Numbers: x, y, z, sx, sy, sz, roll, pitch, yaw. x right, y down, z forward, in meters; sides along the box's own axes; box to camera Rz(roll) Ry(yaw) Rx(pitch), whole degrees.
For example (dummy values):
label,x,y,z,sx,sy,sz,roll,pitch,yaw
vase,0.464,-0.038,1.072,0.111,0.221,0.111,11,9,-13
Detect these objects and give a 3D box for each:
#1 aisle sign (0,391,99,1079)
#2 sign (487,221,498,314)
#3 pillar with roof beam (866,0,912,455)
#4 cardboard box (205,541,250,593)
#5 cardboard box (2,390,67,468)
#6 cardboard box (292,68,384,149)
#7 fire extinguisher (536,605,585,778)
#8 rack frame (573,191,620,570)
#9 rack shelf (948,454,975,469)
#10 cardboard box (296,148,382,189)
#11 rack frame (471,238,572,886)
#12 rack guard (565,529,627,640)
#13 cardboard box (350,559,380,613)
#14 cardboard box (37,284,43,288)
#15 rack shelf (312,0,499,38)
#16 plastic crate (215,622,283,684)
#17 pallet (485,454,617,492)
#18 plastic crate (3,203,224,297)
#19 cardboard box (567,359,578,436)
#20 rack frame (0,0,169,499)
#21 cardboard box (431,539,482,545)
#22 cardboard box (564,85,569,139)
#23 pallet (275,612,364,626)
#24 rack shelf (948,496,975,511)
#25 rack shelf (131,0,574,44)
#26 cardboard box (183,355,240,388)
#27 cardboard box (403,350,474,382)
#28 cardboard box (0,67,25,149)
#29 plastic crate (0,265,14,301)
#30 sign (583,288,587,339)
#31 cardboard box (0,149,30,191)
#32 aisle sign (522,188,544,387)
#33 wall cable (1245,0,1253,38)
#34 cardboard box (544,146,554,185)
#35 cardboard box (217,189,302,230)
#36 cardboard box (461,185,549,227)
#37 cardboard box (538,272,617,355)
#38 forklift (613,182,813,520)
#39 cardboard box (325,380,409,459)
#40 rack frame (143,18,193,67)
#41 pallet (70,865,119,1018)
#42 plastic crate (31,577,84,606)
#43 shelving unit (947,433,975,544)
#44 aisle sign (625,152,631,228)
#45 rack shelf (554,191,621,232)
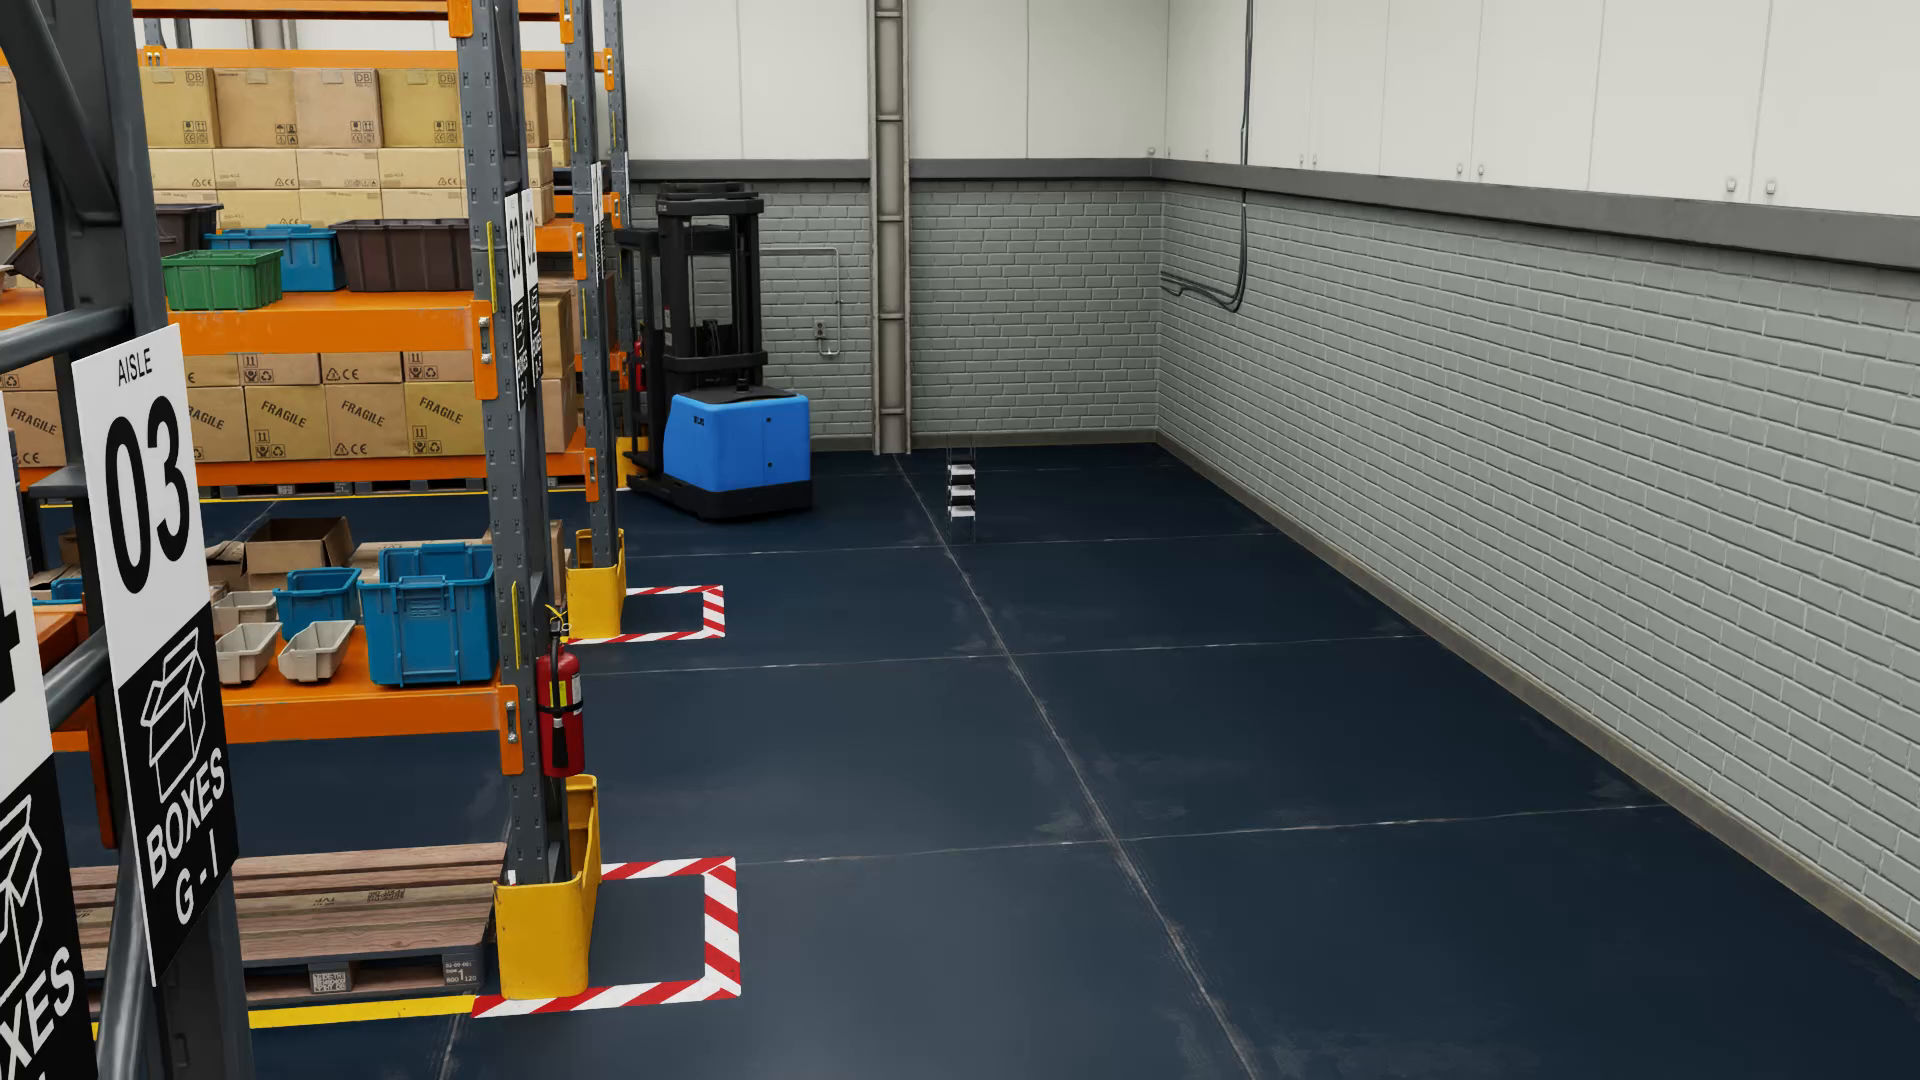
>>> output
label,x,y,z,sx,sy,sz,roll,pitch,yaw
aisle sign,-0.953,0.277,1.608,0.004,0.787,0.394,-2,14,-8
sign,-1.709,-0.996,6.075,0.005,0.325,0.100,-2,14,-8
pillar with roof beam,-0.100,-4.287,12.816,0.400,9.000,9.100,-2,14,-8
cardboard box,-5.234,0.205,11.862,0.500,0.311,0.500,-2,14,-8
cardboard box,-5.952,-0.772,10.926,0.500,0.500,0.500,-2,14,-7
cardboard box,-4.032,-2.839,10.949,0.500,0.500,0.700,-2,14,-8
fire extinguisher,-1.590,0.599,6.593,0.183,0.674,0.296,-2,14,-8
rack frame,-2.541,-0.915,11.704,0.127,3.000,1.000,-2,14,-8
rack shelf,0.008,-0.666,14.056,0.200,0.077,0.258,-2,14,-8
cardboard box,-4.000,-2.424,10.837,0.500,0.250,0.500,-2,14,-8
rack frame,-1.807,0.277,6.953,0.127,3.000,1.000,-2,14,-8
rack guard,-2.616,0.300,11.997,0.348,0.500,1.175,-2,14,-8
cardboard box,-3.986,0.311,11.562,0.500,0.250,0.500,-2,14,-8
cardboard box,-8.169,-2.433,15.357,0.500,0.250,0.500,-2,14,-7
rack shelf,-3.784,-2.018,6.070,4.000,0.370,1.077,-2,14,-8
plastic crate,-2.875,0.456,6.658,0.243,0.136,0.396,-2,14,-8
pallet,-4.062,-0.706,16.603,1.213,0.211,1.003,-2,14,-8
plastic crate,-3.358,-1.159,6.638,0.767,0.338,0.504,-2,14,-8
cardboard box,-3.019,-1.011,11.881,0.500,0.500,0.500,-2,14,-7
rack frame,-1.069,-1.442,1.472,0.127,3.000,1.000,-2,14,-8
cardboard box,-3.615,0.175,12.106,0.500,0.250,0.500,-2,14,-8
cardboard box,-4.040,-4.136,16.080,0.500,0.500,0.500,-3,14,-10
pallet,-4.608,0.513,11.743,1.213,0.211,1.003,-2,14,-8
rack shelf,0.008,-0.317,14.144,0.200,0.077,0.258,-2,14,-8
rack shelf,-4.519,-3.402,10.773,4.000,0.370,1.077,-2,14,-8
cardboard box,-4.970,-1.290,10.939,0.500,0.500,0.500,-3,14,-10
cardboard box,-3.440,-1.348,11.168,0.500,0.500,0.500,-2,14,-7
cardboard box,-6.021,-2.785,10.734,0.500,0.500,0.700,-2,14,-8
plastic crate,-3.813,-0.916,6.083,0.530,0.136,0.437,-2,14,-8
sign,-2.478,-1.496,10.990,0.005,0.325,0.100,-2,14,-8
cardboard box,-5.978,-2.353,10.551,0.500,0.250,0.500,-2,14,-8
aisle sign,-1.780,-1.058,6.932,0.004,0.787,0.394,-2,14,-8
wall cable,2.766,-5.428,13.368,0.112,2.526,3.097,-2,14,-8
cardboard box,-3.088,-2.584,11.472,0.500,0.250,0.500,-2,14,-8
cardboard box,-4.495,-2.164,10.827,0.500,0.250,0.500,-2,14,-8
cardboard box,-3.010,-2.215,11.030,0.500,0.250,0.500,-2,14,-8
cardboard box,-3.785,-2.231,16.335,0.700,0.700,0.980,-1,14,-6
forklift,-2.572,-1.909,15.809,1.130,2.935,3.031,-9,17,-32
cardboard box,-3.950,-0.845,11.221,0.500,0.500,0.500,-2,14,-8
rack frame,-7.238,-4.871,15.147,0.127,3.000,1.000,-2,14,-8
pallet,-3.832,1.693,7.037,1.213,0.211,1.003,-2,14,-8
plastic crate,-3.699,0.317,7.012,0.300,0.233,0.416,-2,14,-8
shelving unit,0.008,-0.437,14.114,0.210,0.900,0.258,-2,14,-8
aisle sign,-3.167,-3.298,15.861,0.004,0.787,0.394,-2,14,-8
rack shelf,-5.260,-3.140,15.888,4.000,0.370,1.077,-2,14,-8
